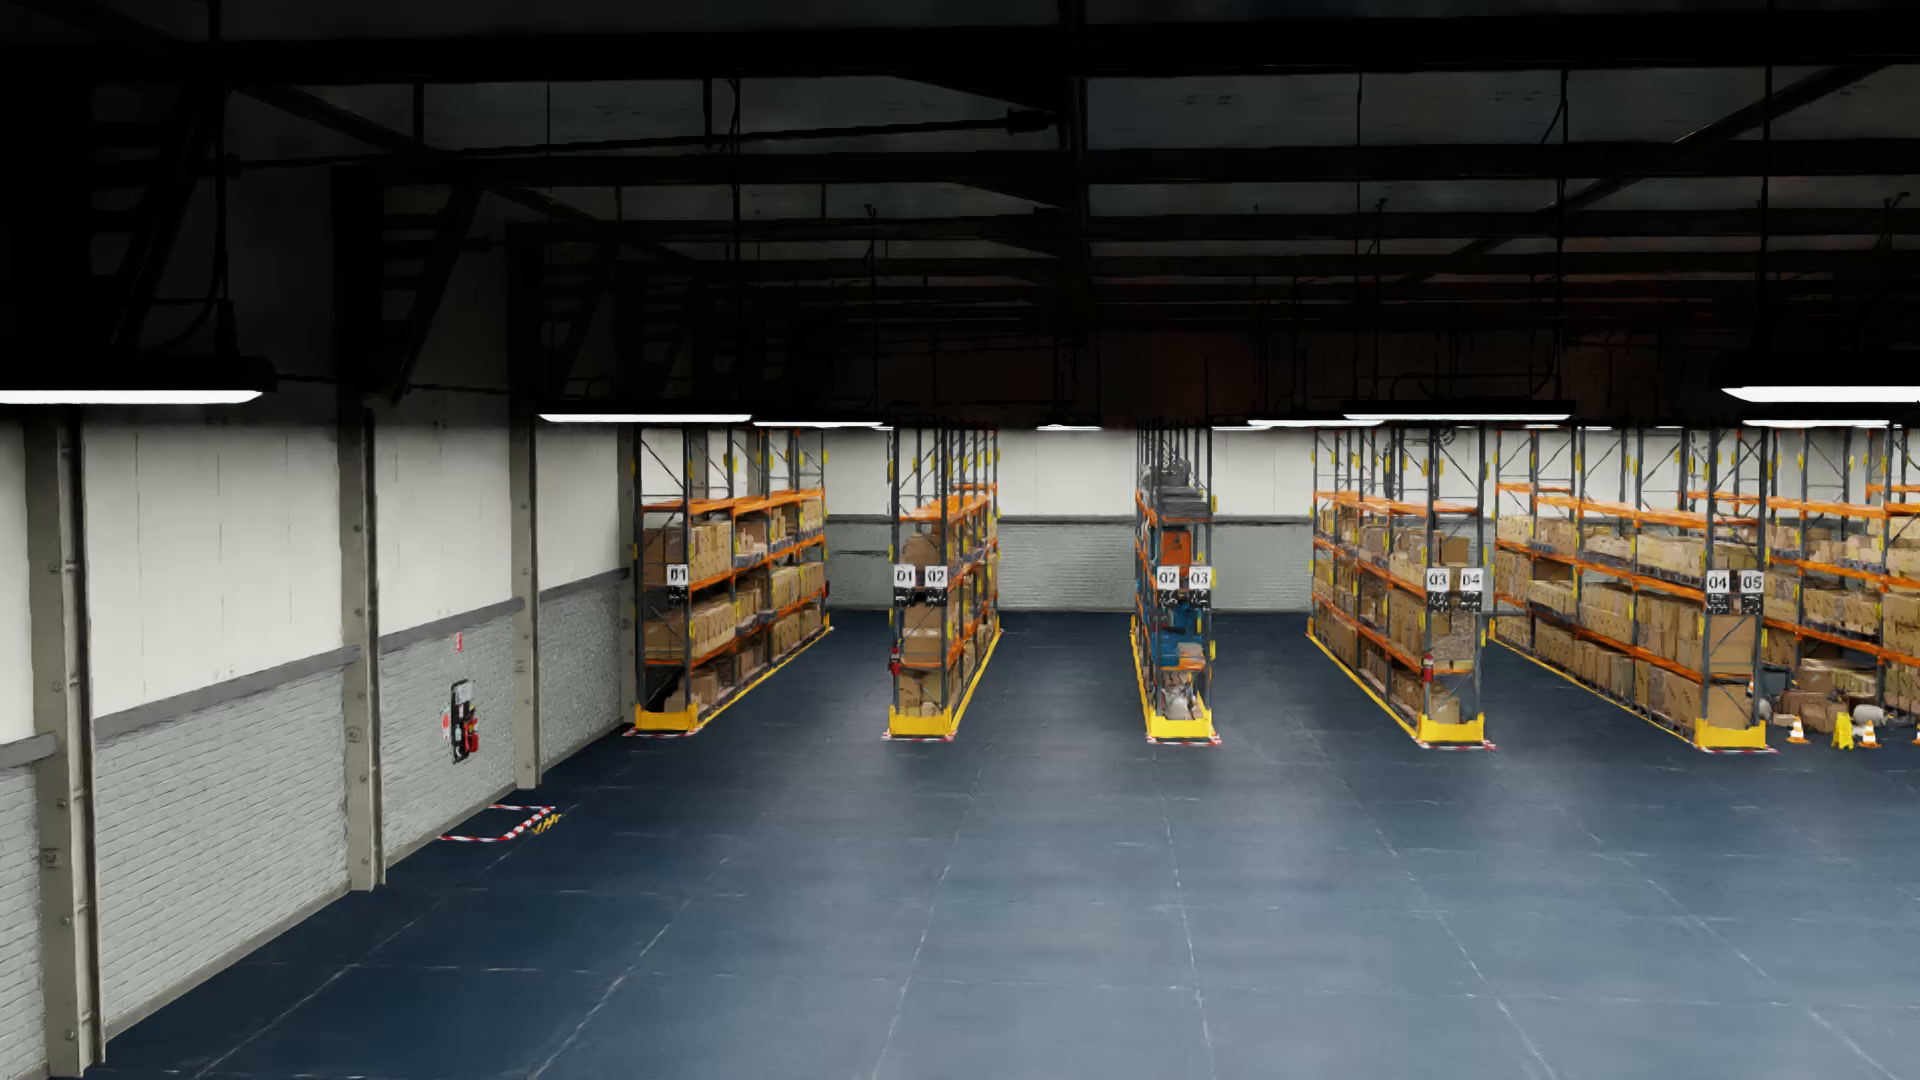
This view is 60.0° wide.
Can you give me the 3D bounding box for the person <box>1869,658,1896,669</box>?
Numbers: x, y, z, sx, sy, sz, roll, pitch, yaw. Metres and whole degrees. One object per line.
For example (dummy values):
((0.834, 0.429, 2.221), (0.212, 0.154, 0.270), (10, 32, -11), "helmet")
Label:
((22.262, 2.210, 40.086), (0.581, 1.763, 0.671), (2, 4, 31), "person")
